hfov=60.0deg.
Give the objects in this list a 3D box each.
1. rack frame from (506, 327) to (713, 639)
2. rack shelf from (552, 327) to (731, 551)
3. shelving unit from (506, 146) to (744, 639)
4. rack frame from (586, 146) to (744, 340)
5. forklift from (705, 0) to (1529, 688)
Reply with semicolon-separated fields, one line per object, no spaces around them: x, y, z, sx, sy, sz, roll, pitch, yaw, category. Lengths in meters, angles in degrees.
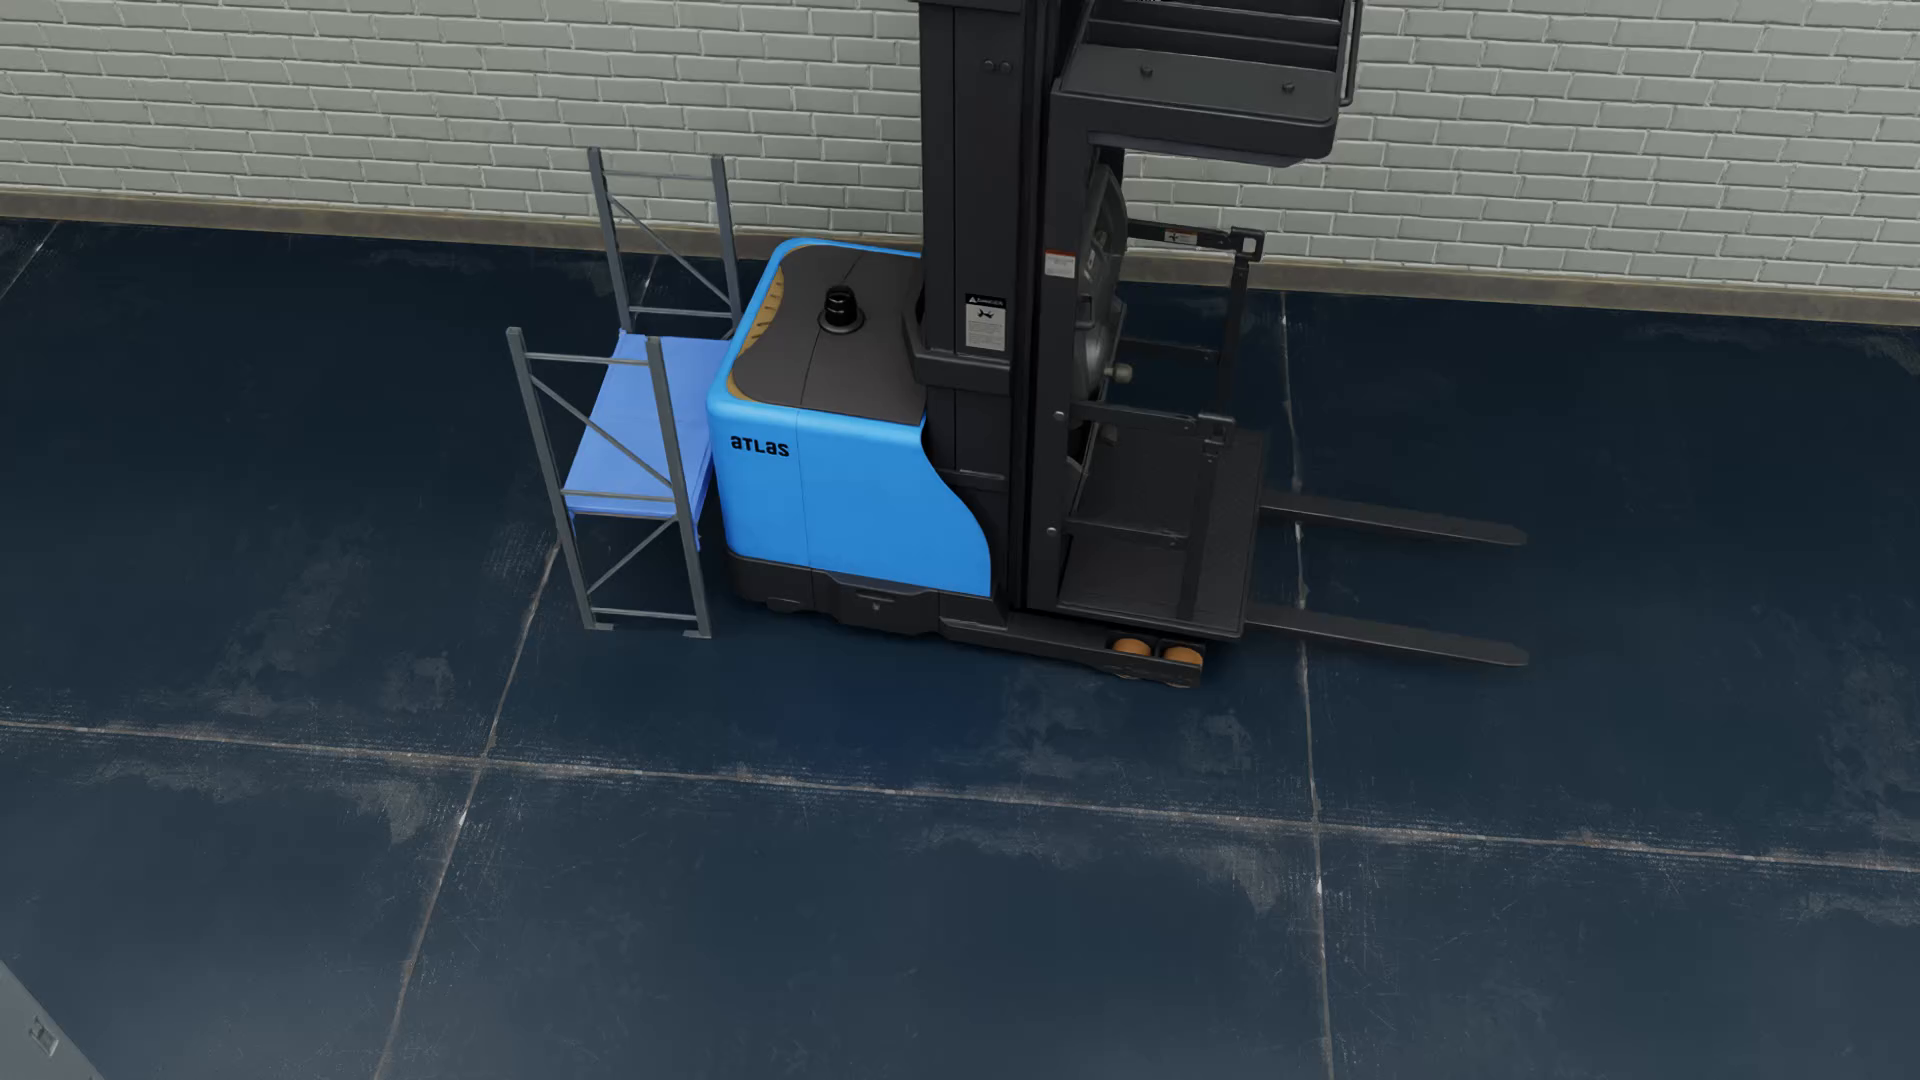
-1.211;-0.153;5.898;0.500;1.500;0.032;4;48;4;rack frame
-1.157;-0.405;6.372;0.538;0.185;1.000;4;48;4;rack shelf
-1.157;-0.526;6.240;0.538;1.500;1.048;4;48;4;shelving unit
-1.104;-0.899;6.581;0.500;1.500;0.032;4;48;4;rack frame
0.663;-0.863;5.579;3.031;2.935;1.130;9;48;8;forklift
